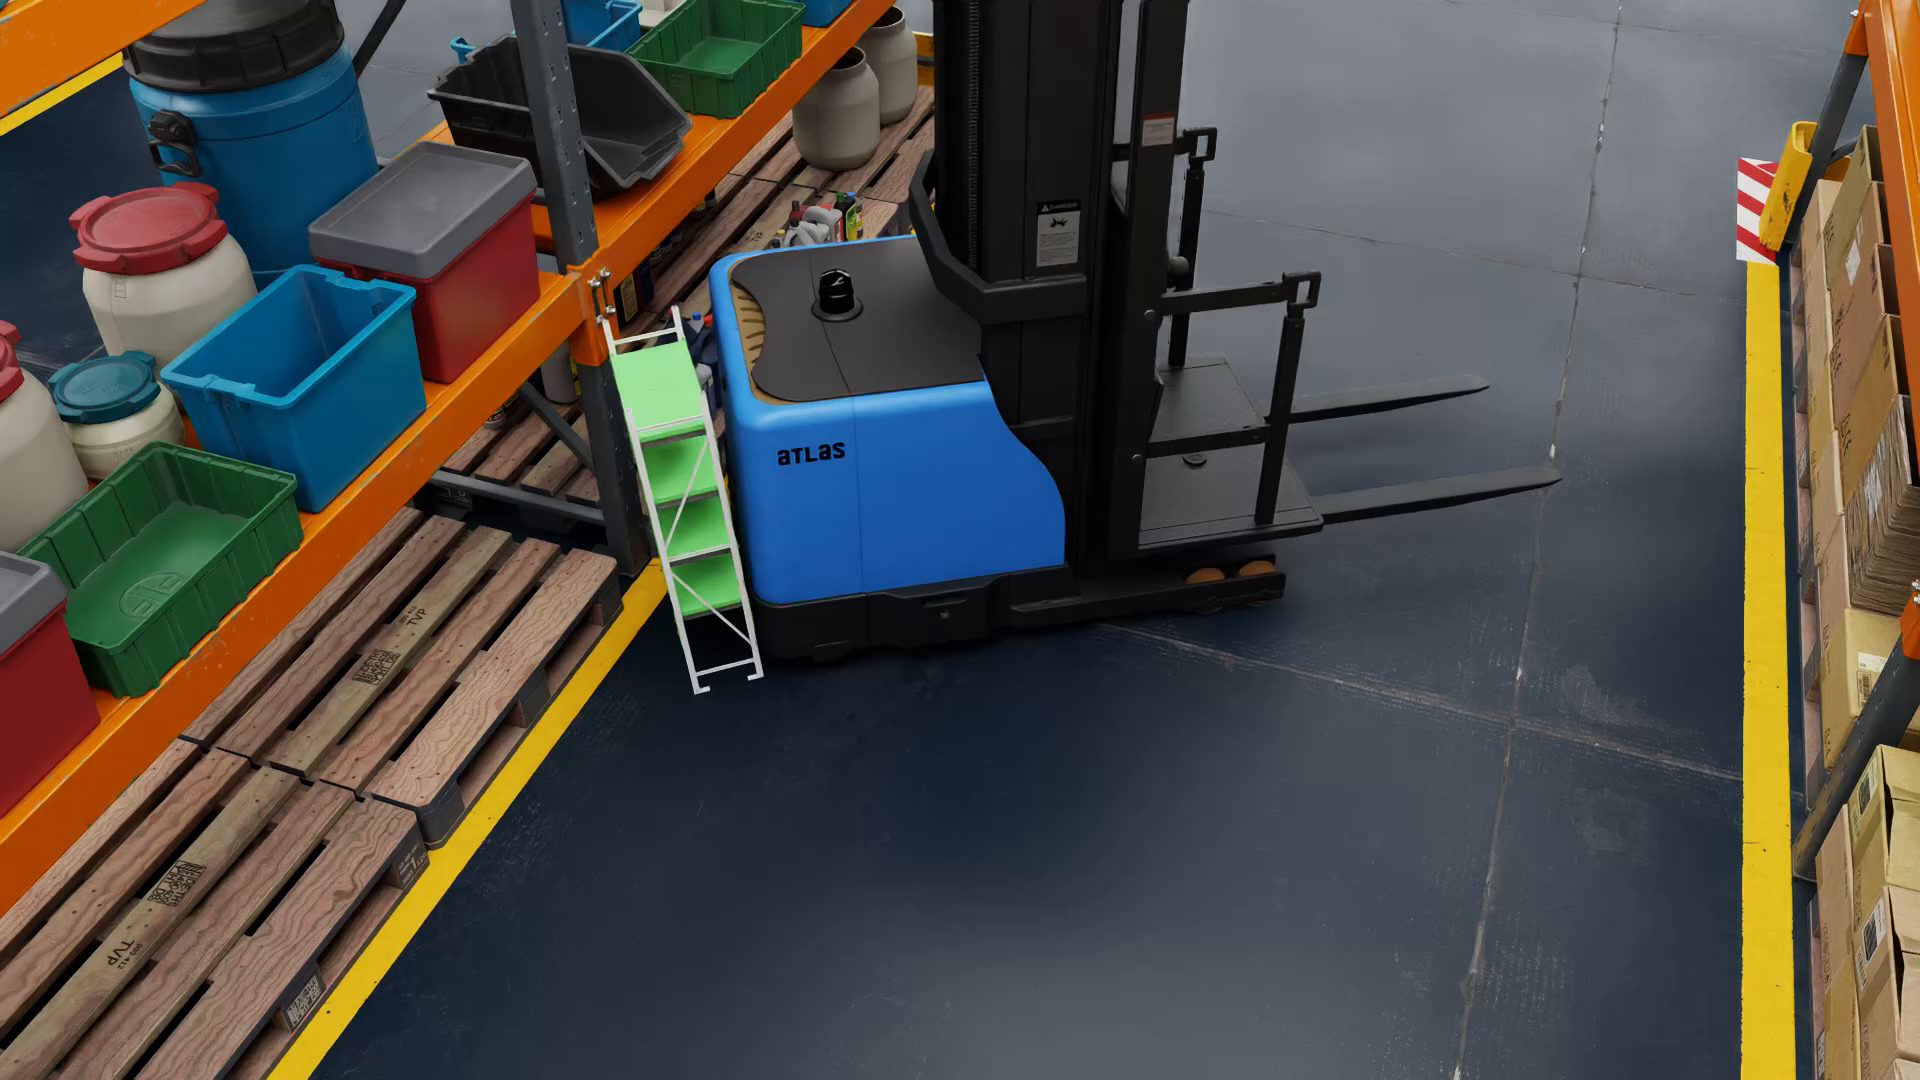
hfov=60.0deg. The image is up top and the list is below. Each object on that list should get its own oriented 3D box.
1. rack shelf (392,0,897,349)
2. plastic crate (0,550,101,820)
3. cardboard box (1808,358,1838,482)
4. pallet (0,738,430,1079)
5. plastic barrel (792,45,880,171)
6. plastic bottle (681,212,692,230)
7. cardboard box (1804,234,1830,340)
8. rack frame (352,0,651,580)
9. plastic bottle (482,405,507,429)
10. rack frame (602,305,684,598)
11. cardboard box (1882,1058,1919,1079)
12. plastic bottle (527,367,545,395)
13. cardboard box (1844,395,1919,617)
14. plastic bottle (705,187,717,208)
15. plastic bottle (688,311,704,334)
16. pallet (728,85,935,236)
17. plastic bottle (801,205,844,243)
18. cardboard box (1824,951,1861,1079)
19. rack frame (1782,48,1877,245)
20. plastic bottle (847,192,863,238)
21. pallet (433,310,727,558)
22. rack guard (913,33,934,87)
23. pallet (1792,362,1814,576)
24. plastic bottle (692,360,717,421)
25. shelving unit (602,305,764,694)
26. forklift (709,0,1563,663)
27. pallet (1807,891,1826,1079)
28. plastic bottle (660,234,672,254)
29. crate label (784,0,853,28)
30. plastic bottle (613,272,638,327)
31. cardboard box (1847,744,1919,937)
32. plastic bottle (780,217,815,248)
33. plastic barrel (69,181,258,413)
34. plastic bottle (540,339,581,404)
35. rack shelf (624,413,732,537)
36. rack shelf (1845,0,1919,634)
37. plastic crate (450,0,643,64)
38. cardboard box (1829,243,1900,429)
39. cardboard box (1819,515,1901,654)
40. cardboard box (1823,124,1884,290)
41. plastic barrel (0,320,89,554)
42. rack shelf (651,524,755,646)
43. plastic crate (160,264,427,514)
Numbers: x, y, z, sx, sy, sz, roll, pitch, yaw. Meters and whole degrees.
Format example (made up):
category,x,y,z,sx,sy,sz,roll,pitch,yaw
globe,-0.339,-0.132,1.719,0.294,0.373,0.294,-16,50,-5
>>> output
category,x,y,z,sx,sy,sz,roll,pitch,yaw
rack shelf,-0.954,-2.089,6.941,1.077,0.370,4.000,13,42,15
plastic crate,-2.166,0.355,3.473,0.402,0.464,0.583,13,42,15
cardboard box,3.476,-0.402,6.205,0.500,0.250,0.500,13,42,15
pallet,-2.286,1.153,4.736,1.003,0.211,1.213,13,42,15
plastic barrel,-0.595,-2.071,7.960,0.421,0.512,0.421,0,40,0
plastic bottle,-1.278,-1.545,7.504,0.061,0.283,0.133,14,42,16
cardboard box,3.823,-1.011,6.919,0.500,0.250,0.500,13,42,15
rack frame,-1.638,-1.142,5.278,1.000,3.000,0.127,13,42,15
plastic bottle,-1.807,-0.536,6.384,0.097,0.201,0.097,0,40,0
rack frame,-0.966,-0.261,5.619,0.240,1.200,0.015,-14,42,-10
cardboard box,2.288,1.449,3.603,0.500,0.311,0.500,12,42,14
plastic bottle,-1.689,-0.759,6.530,0.144,0.351,0.185,12,42,14
cardboard box,3.150,-0.074,5.242,0.500,0.500,0.500,13,42,15
plastic bottle,-1.183,-1.675,7.665,0.097,0.271,0.097,0,40,0
plastic bottle,-1.036,-0.787,6.625,0.097,0.271,0.097,0,40,0
pallet,-0.535,-1.970,8.397,1.003,0.211,1.213,13,42,15
plastic bottle,-0.598,-1.348,7.279,0.152,0.276,0.135,14,42,15
cardboard box,2.468,1.348,4.154,0.500,0.250,0.500,14,43,16
rack frame,4.383,-2.480,6.846,1.000,3.000,0.127,13,42,15
plastic bottle,-0.487,-1.467,7.476,0.097,0.201,0.097,0,40,0
pallet,-1.369,-0.482,6.652,1.003,0.211,1.213,13,42,15
rack guard,-0.252,-2.574,8.882,1.175,0.500,0.348,13,42,15
pallet,3.742,-0.202,6.324,1.003,0.211,1.213,13,42,15
plastic bottle,-1.033,-0.574,6.371,0.152,0.276,0.135,15,43,17
shelving unit,-0.896,-0.109,5.441,0.258,1.200,0.503,-14,42,-10
forklift,0.690,-1.181,5.376,3.031,2.935,1.130,-8,41,-9
pallet,2.800,1.478,4.355,1.003,0.211,1.213,13,42,15
plastic bottle,-1.335,-1.405,7.349,0.097,0.271,0.097,0,40,0
crate label,-0.646,-2.413,6.740,0.502,0.435,0.616,13,42,15
plastic bottle,-1.408,-1.040,6.912,0.061,0.283,0.133,13,42,15
cardboard box,2.640,0.829,4.330,0.500,0.311,0.500,13,42,15
plastic bottle,-0.699,-1.190,7.036,0.144,0.351,0.185,15,43,17
plastic barrel,-2.172,-0.659,4.607,0.433,0.535,0.433,0,40,0
plastic bottle,-1.553,-0.727,6.493,0.144,0.351,0.185,13,42,15
rack shelf,-0.907,-0.241,5.325,0.258,0.148,0.480,-14,42,-10
rack shelf,3.699,-0.987,5.650,1.077,0.370,4.000,13,42,15
plastic crate,-1.515,-1.821,6.188,0.499,0.251,0.616,13,42,15
cardboard box,3.475,-0.687,5.962,0.500,0.500,0.500,13,42,15
cardboard box,3.149,0.211,5.486,0.500,0.250,0.500,13,42,15
cardboard box,3.821,-1.296,6.676,0.500,0.500,0.500,13,42,15
plastic barrel,-2.422,-0.212,4.082,0.433,0.535,0.433,0,40,0
rack shelf,-0.876,0.118,5.642,0.258,0.148,0.480,-14,42,-10
plastic crate,-1.723,-0.395,4.414,0.392,0.384,0.575,13,42,15
